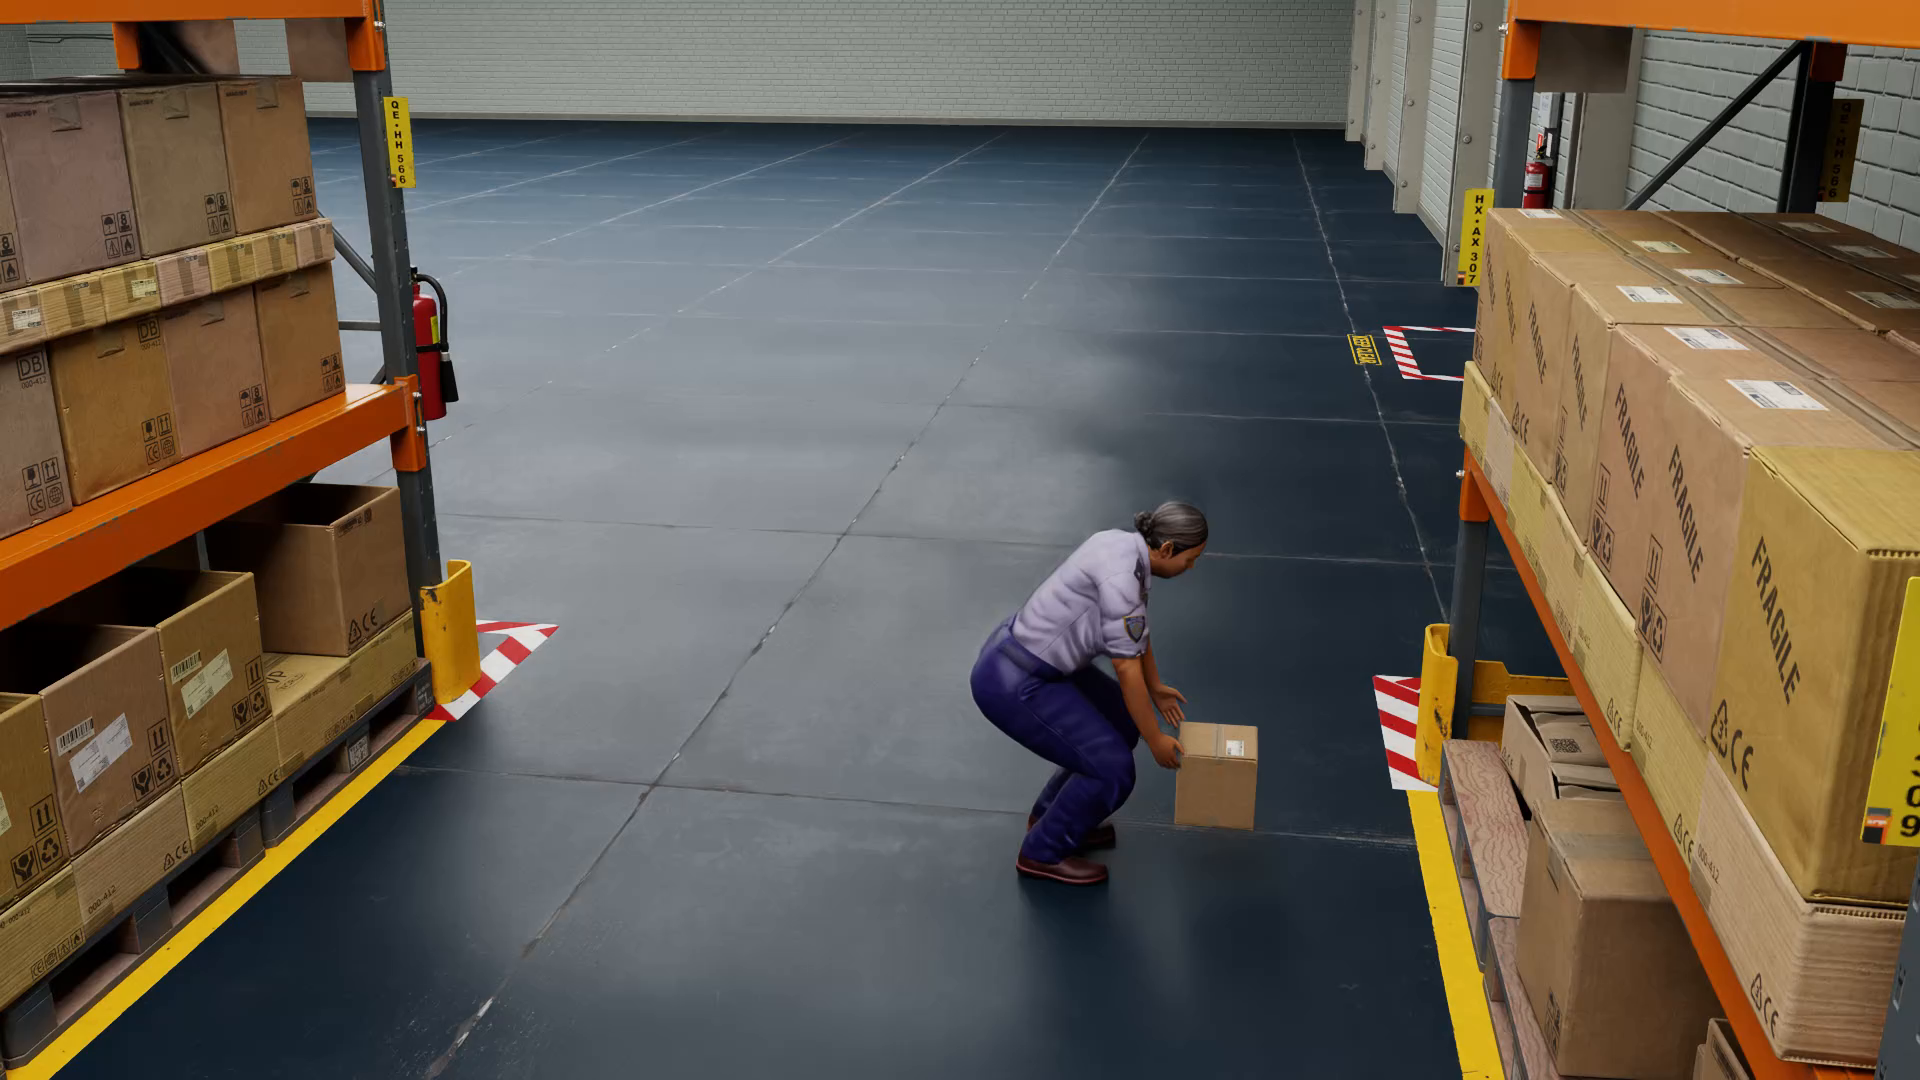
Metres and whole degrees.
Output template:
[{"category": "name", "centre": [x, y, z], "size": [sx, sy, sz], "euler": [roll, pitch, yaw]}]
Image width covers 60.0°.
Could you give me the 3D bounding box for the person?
[{"category": "person", "centre": [0.410, 0.458, 5.359], "size": [0.727, 1.230, 0.540], "euler": [3, 18, 9]}]
